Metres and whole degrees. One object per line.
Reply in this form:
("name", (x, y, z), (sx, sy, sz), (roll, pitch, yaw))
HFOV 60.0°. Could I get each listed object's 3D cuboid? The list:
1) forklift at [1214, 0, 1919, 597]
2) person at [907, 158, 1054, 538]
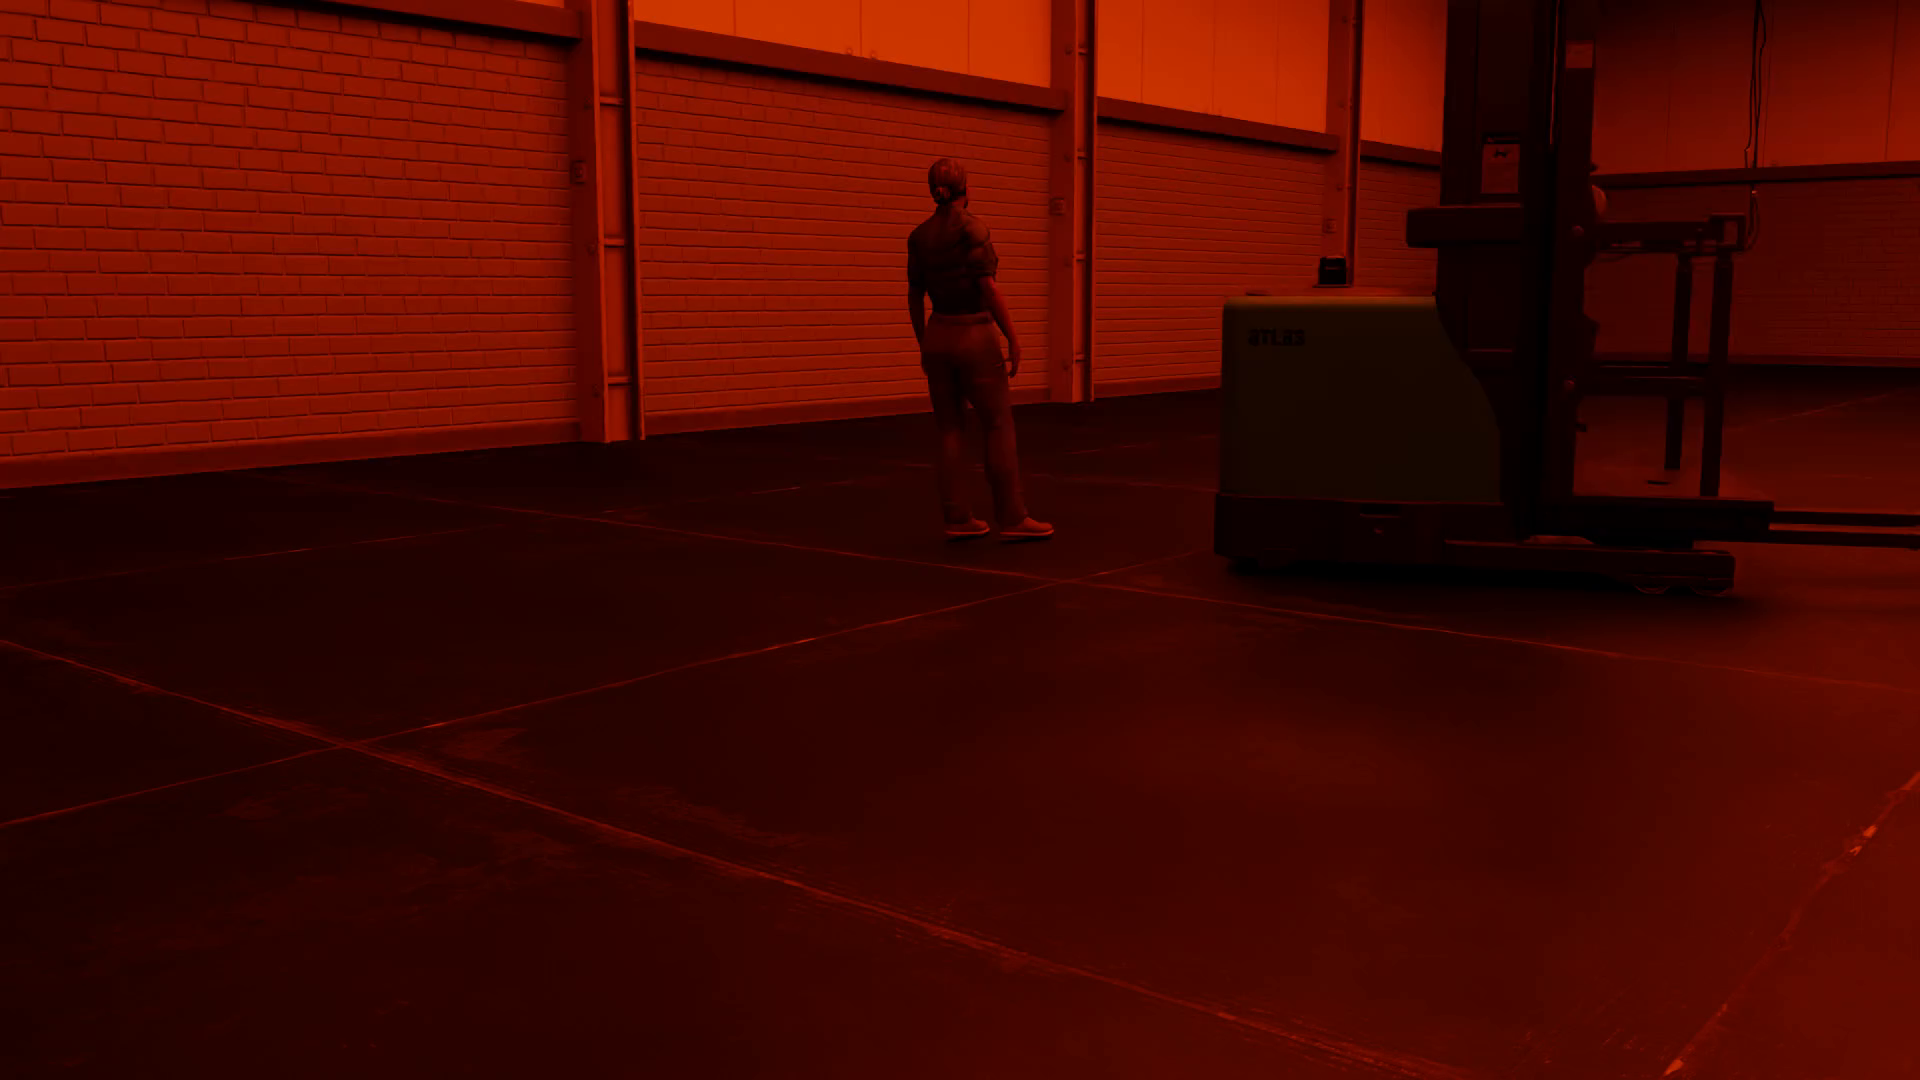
("forklift", (2.578, -1.330, 6.372), (3.031, 2.935, 1.130), (2, 9, 16))
("person", (0.071, -0.834, 7.339), (0.569, 1.656, 0.503), (7, 11, 38))
